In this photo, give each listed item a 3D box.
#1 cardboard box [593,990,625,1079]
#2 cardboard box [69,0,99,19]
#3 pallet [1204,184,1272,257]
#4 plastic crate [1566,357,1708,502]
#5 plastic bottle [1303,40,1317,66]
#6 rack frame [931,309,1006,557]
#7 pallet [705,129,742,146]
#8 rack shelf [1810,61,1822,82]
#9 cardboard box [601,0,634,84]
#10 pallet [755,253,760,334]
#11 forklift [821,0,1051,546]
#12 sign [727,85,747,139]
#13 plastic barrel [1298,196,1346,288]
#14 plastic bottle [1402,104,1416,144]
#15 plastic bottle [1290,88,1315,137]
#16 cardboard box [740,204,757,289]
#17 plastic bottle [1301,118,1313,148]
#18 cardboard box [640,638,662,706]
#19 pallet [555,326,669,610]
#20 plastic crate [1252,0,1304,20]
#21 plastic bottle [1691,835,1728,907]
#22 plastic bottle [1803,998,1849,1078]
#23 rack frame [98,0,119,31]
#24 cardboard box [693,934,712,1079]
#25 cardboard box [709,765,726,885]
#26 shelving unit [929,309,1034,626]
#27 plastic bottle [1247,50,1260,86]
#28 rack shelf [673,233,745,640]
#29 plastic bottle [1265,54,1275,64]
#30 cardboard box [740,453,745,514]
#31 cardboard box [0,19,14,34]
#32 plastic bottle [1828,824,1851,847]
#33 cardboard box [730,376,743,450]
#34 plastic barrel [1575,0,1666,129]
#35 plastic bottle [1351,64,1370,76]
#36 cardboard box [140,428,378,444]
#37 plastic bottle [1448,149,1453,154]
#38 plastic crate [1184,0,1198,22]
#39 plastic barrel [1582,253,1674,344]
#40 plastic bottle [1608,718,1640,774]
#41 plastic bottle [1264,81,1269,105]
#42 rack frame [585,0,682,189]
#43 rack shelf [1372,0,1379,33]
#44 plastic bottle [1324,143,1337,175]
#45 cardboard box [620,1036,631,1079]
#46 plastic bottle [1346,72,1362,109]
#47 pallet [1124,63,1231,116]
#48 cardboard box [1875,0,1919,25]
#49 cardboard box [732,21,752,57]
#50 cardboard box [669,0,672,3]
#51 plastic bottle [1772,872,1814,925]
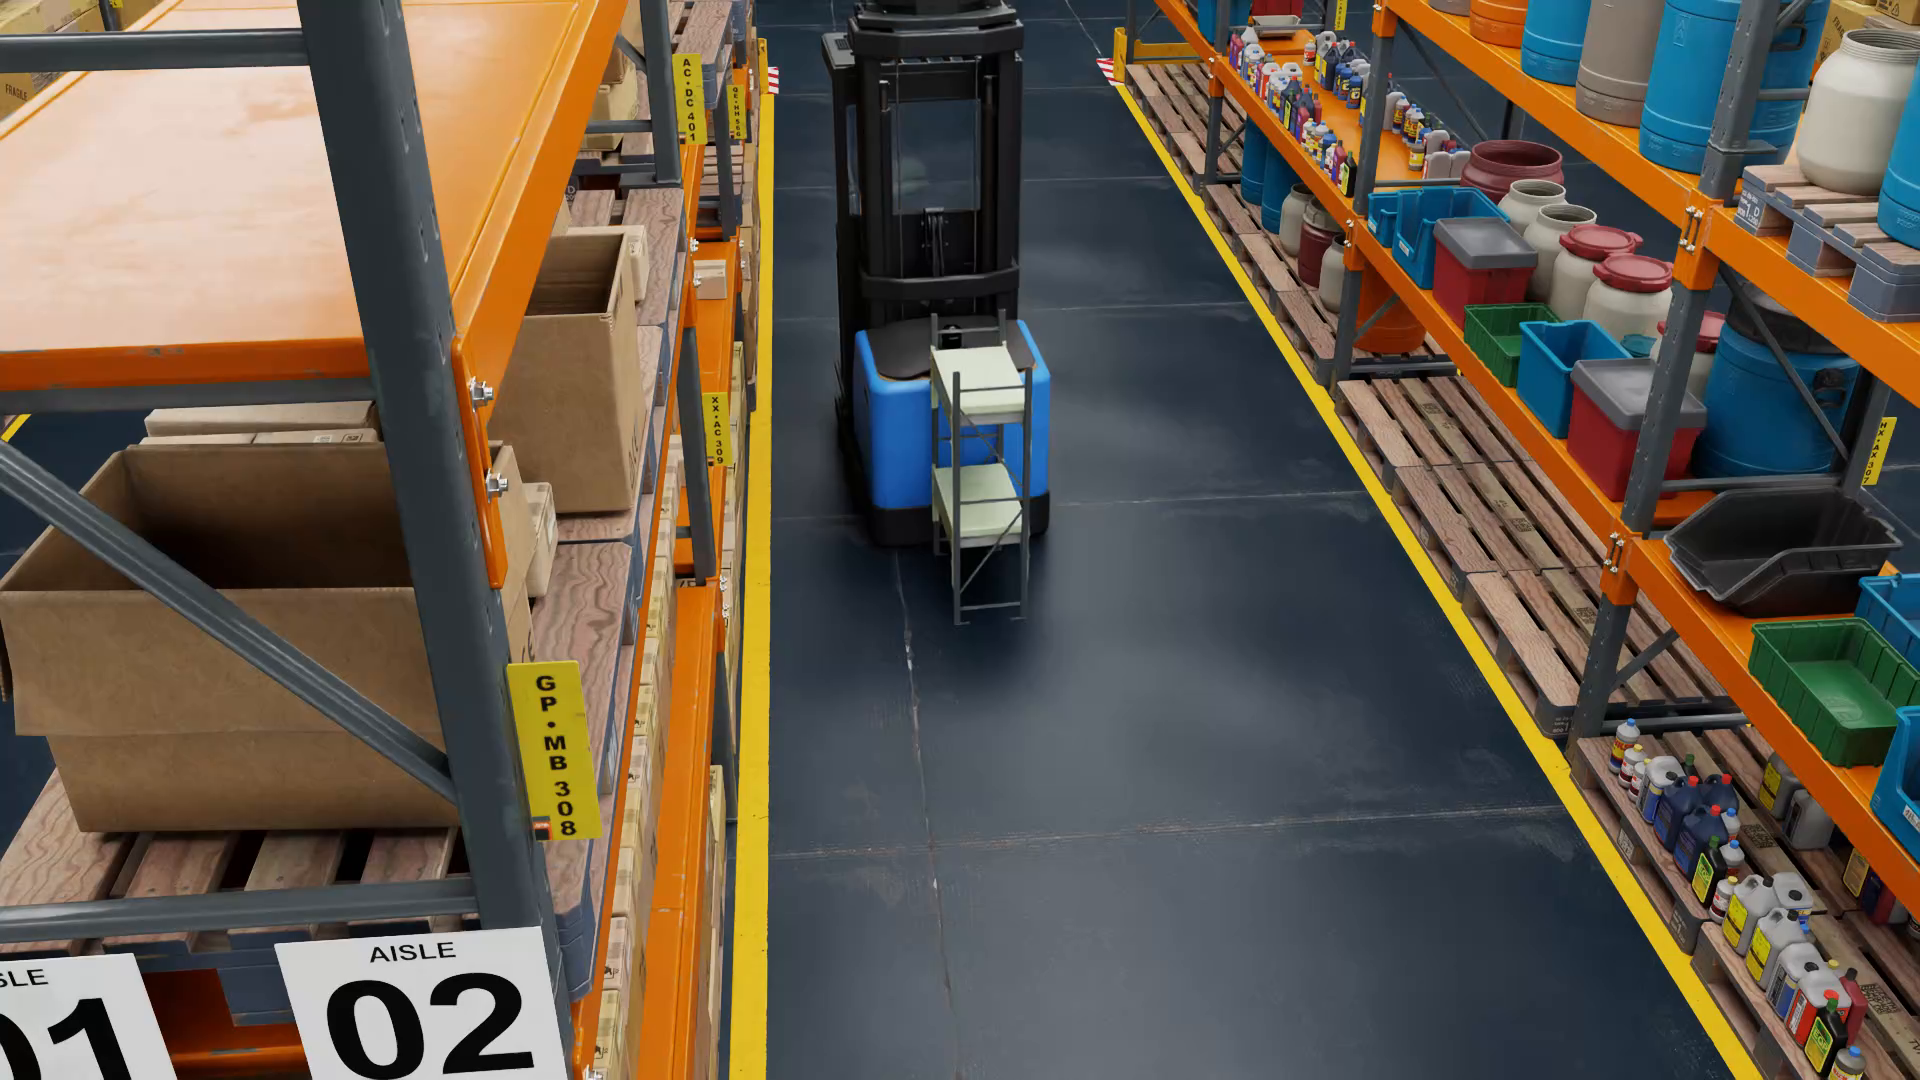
[{"bbox_3d":[-1.018,1.241,4.018,0.380,0.149,0.250,-3,31,-4],"label":"cardboard box"},{"bbox_3d":[-6.901,-4.127,12.597,0.500,0.250,0.500,-2,31,-3],"label":"cardboard box"},{"bbox_3d":[2.695,-2.734,14.122,1.003,0.211,1.213,-3,31,-5],"label":"pallet"},{"bbox_3d":[3.062,-0.503,7.605,0.402,0.464,0.583,-3,31,-5],"label":"plastic crate"},{"bbox_3d":[2.900,-4.041,13.784,0.097,0.201,0.097,0,31,0],"label":"plastic bottle"},{"bbox_3d":[0.044,-0.570,9.243,0.400,1.500,0.023,-5,31,-8],"label":"rack frame"},{"bbox_3d":[-2.080,-2.960,11.968,1.003,0.211,1.213,-3,31,-5],"label":"pallet"},{"bbox_3d":[7.782,-3.234,12.942,1.077,0.370,4.000,-3,31,-5],"label":"rack shelf"},{"bbox_3d":[-1.539,-2.050,6.337,0.500,0.500,0.500,-2,31,-4],"label":"cardboard box"},{"bbox_3d":[-2.037,-1.857,12.653,1.003,0.211,1.213,-3,31,-5],"label":"pallet"},{"bbox_3d":[-0.226,-1.965,10.183,1.130,2.935,3.031,-5,31,-8],"label":"forklift"},{"bbox_3d":[-1.342,-2.575,10.007,0.100,0.325,0.005,-3,31,-5],"label":"sign"},{"bbox_3d":[2.870,-2.255,12.543,0.600,0.588,0.708,-3,31,-5],"label":"plastic barrel"},{"bbox_3d":[3.249,-2.998,11.971,0.097,0.271,0.097,0,31,0],"label":"plastic bottle"},{"bbox_3d":[2.495,-3.117,12.091,0.144,0.351,0.185,-3,31,-5],"label":"plastic bottle"},{"bbox_3d":[-1.802,-2.201,12.519,0.500,0.500,0.500,-4,31,-6],"label":"cardboard box"},{"bbox_3d":[2.498,-2.911,11.893,0.097,0.201,0.097,0,31,0],"label":"plastic bottle"},{"bbox_3d":[-1.165,0.448,5.345,0.380,0.149,0.250,-2,31,-3],"label":"cardboard box"},{"bbox_3d":[-1.304,-0.201,4.324,1.003,0.211,1.213,-3,31,-5],"label":"pallet"},{"bbox_3d":[2.831,-4.848,14.821,0.402,0.464,0.583,-3,31,-5],"label":"plastic crate"},{"bbox_3d":[3.066,1.349,6.786,0.061,0.283,0.133,-1,31,-2],"label":"plastic bottle"},{"bbox_3d":[3.148,1.801,6.029,0.061,0.283,0.133,-2,31,-3],"label":"plastic bottle"},{"bbox_3d":[-7.199,-3.852,13.275,1.000,3.000,0.127,-3,31,-5],"label":"rack frame"},{"bbox_3d":[-1.113,1.663,5.582,0.500,0.500,0.500,-3,31,-5],"label":"cardboard box"},{"bbox_3d":[-1.259,1.219,7.056,0.500,0.250,0.500,-3,31,-5],"label":"cardboard box"},{"bbox_3d":[0.104,-0.385,8.933,0.431,1.500,0.755,-5,31,-8],"label":"shelving unit"},{"bbox_3d":[2.346,-3.770,13.262,0.097,0.271,0.097,0,31,0],"label":"plastic bottle"},{"bbox_3d":[-1.707,-0.720,8.732,1.077,0.370,4.000,-3,31,-5],"label":"rack shelf"},{"bbox_3d":[2.485,-3.816,13.408,0.097,0.201,0.097,0,31,0],"label":"plastic bottle"},{"bbox_3d":[-1.506,-0.272,9.553,0.500,0.250,0.500,-2,31,-3],"label":"cardboard box"},{"bbox_3d":[-6.767,-3.345,11.288,0.500,0.250,0.500,-3,31,-6],"label":"cardboard box"},{"bbox_3d":[3.777,1.119,7.107,0.144,0.351,0.185,-4,31,-7],"label":"plastic bottle"},{"bbox_3d":[-1.545,-0.769,9.838,0.500,0.311,0.500,-3,31,-5],"label":"cardboard box"},{"bbox_3d":[3.087,-2.329,7.310,0.600,0.901,0.600,0,31,0],"label":"plastic barrel"},{"bbox_3d":[3.117,-3.575,12.932,0.152,0.276,0.135,-3,31,-5],"label":"plastic bottle"},{"bbox_3d":[-1.517,-0.004,3.507,0.500,0.250,0.500,-3,31,-5],"label":"cardboard box"},{"bbox_3d":[3.327,-2.546,11.282,0.097,0.201,0.097,0,31,0],"label":"plastic bottle"},{"bbox_3d":[2.292,-4.793,15.060,0.437,0.125,0.590,-3,31,-5],"label":"plastic crate"},{"bbox_3d":[3.472,-1.175,8.659,0.433,0.535,0.433,0,31,0],"label":"plastic barrel"},{"bbox_3d":[3.005,0.923,7.511,0.097,0.271,0.097,0,31,0],"label":"plastic bottle"},{"bbox_3d":[2.398,-3.454,12.802,0.097,0.201,0.097,0,31,0],"label":"plastic bottle"},{"bbox_3d":[-1.520,-2.583,5.299,1.000,3.000,0.127,-3,31,-5],"label":"rack frame"},{"bbox_3d":[2.851,-4.285,11.775,1.077,0.370,4.000,-3,31,-5],"label":"rack shelf"},{"bbox_3d":[2.552,-2.613,11.394,0.097,0.201,0.097,0,31,0],"label":"plastic bottle"},{"bbox_3d":[-1.231,1.485,4.241,0.700,0.500,0.500,-2,31,-3],"label":"cardboard box"},{"bbox_3d":[3.016,-3.440,12.709,0.097,0.271,0.097,0,31,0],"label":"plastic bottle"},{"bbox_3d":[2.329,-4.749,17.496,1.003,0.211,1.213,-3,31,-5],"label":"pallet"},{"bbox_3d":[7.716,-4.361,13.051,0.797,0.503,0.637,-2,31,-4],"label":"cardboard box"},{"bbox_3d":[-2.044,-4.408,14.107,0.500,0.500,0.500,-2,31,-3],"label":"cardboard box"},{"bbox_3d":[-1.729,-2.957,8.588,0.500,0.250,0.500,-2,31,-3],"label":"cardboard box"},{"bbox_3d":[3.276,1.463,6.603,0.152,0.276,0.135,-3,31,-5],"label":"plastic bottle"}]
